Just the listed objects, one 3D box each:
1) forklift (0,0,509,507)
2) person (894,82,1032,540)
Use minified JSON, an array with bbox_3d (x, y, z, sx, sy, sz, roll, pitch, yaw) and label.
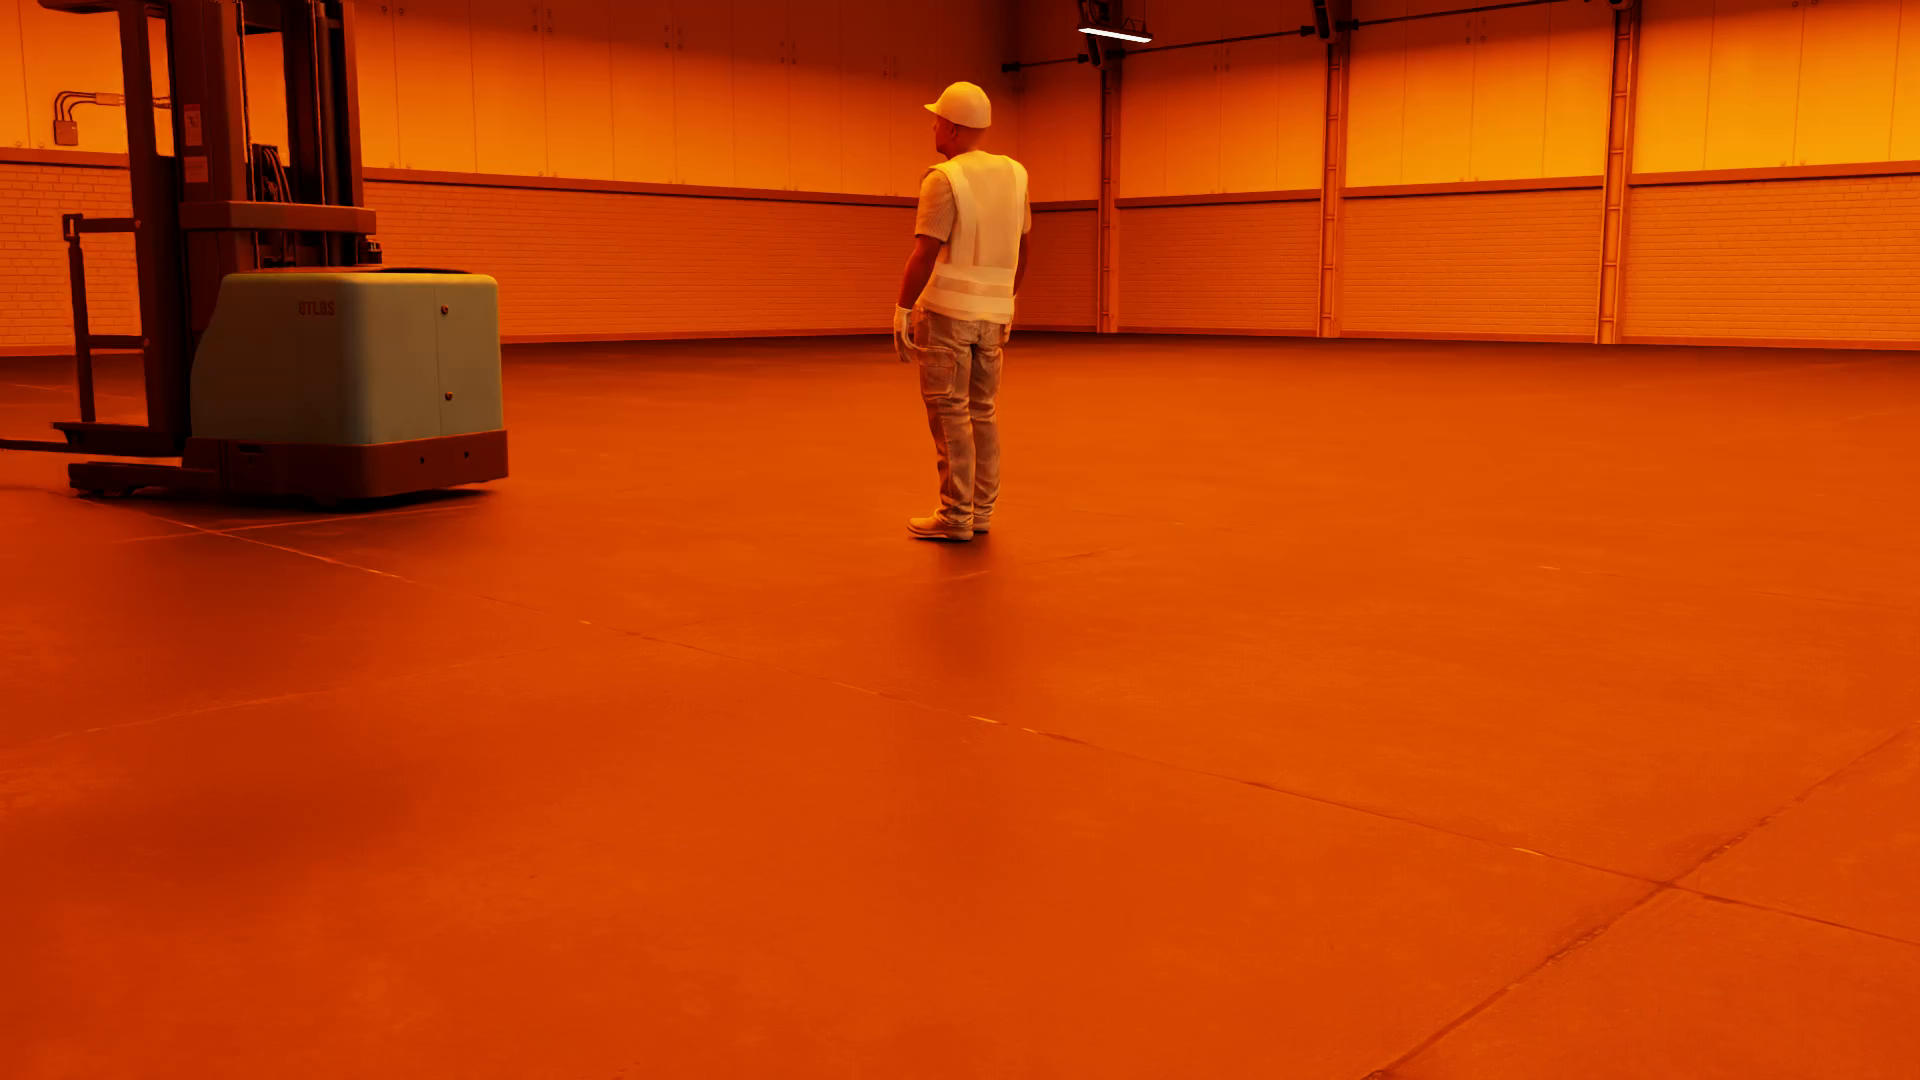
[{"bbox_3d":[-3.820,-1.723,8.314,3.031,2.935,1.130,4,9,24],"label":"forklift"},{"bbox_3d":[-0.045,-0.897,6.639,0.577,1.782,0.656,8,12,43],"label":"person"}]
